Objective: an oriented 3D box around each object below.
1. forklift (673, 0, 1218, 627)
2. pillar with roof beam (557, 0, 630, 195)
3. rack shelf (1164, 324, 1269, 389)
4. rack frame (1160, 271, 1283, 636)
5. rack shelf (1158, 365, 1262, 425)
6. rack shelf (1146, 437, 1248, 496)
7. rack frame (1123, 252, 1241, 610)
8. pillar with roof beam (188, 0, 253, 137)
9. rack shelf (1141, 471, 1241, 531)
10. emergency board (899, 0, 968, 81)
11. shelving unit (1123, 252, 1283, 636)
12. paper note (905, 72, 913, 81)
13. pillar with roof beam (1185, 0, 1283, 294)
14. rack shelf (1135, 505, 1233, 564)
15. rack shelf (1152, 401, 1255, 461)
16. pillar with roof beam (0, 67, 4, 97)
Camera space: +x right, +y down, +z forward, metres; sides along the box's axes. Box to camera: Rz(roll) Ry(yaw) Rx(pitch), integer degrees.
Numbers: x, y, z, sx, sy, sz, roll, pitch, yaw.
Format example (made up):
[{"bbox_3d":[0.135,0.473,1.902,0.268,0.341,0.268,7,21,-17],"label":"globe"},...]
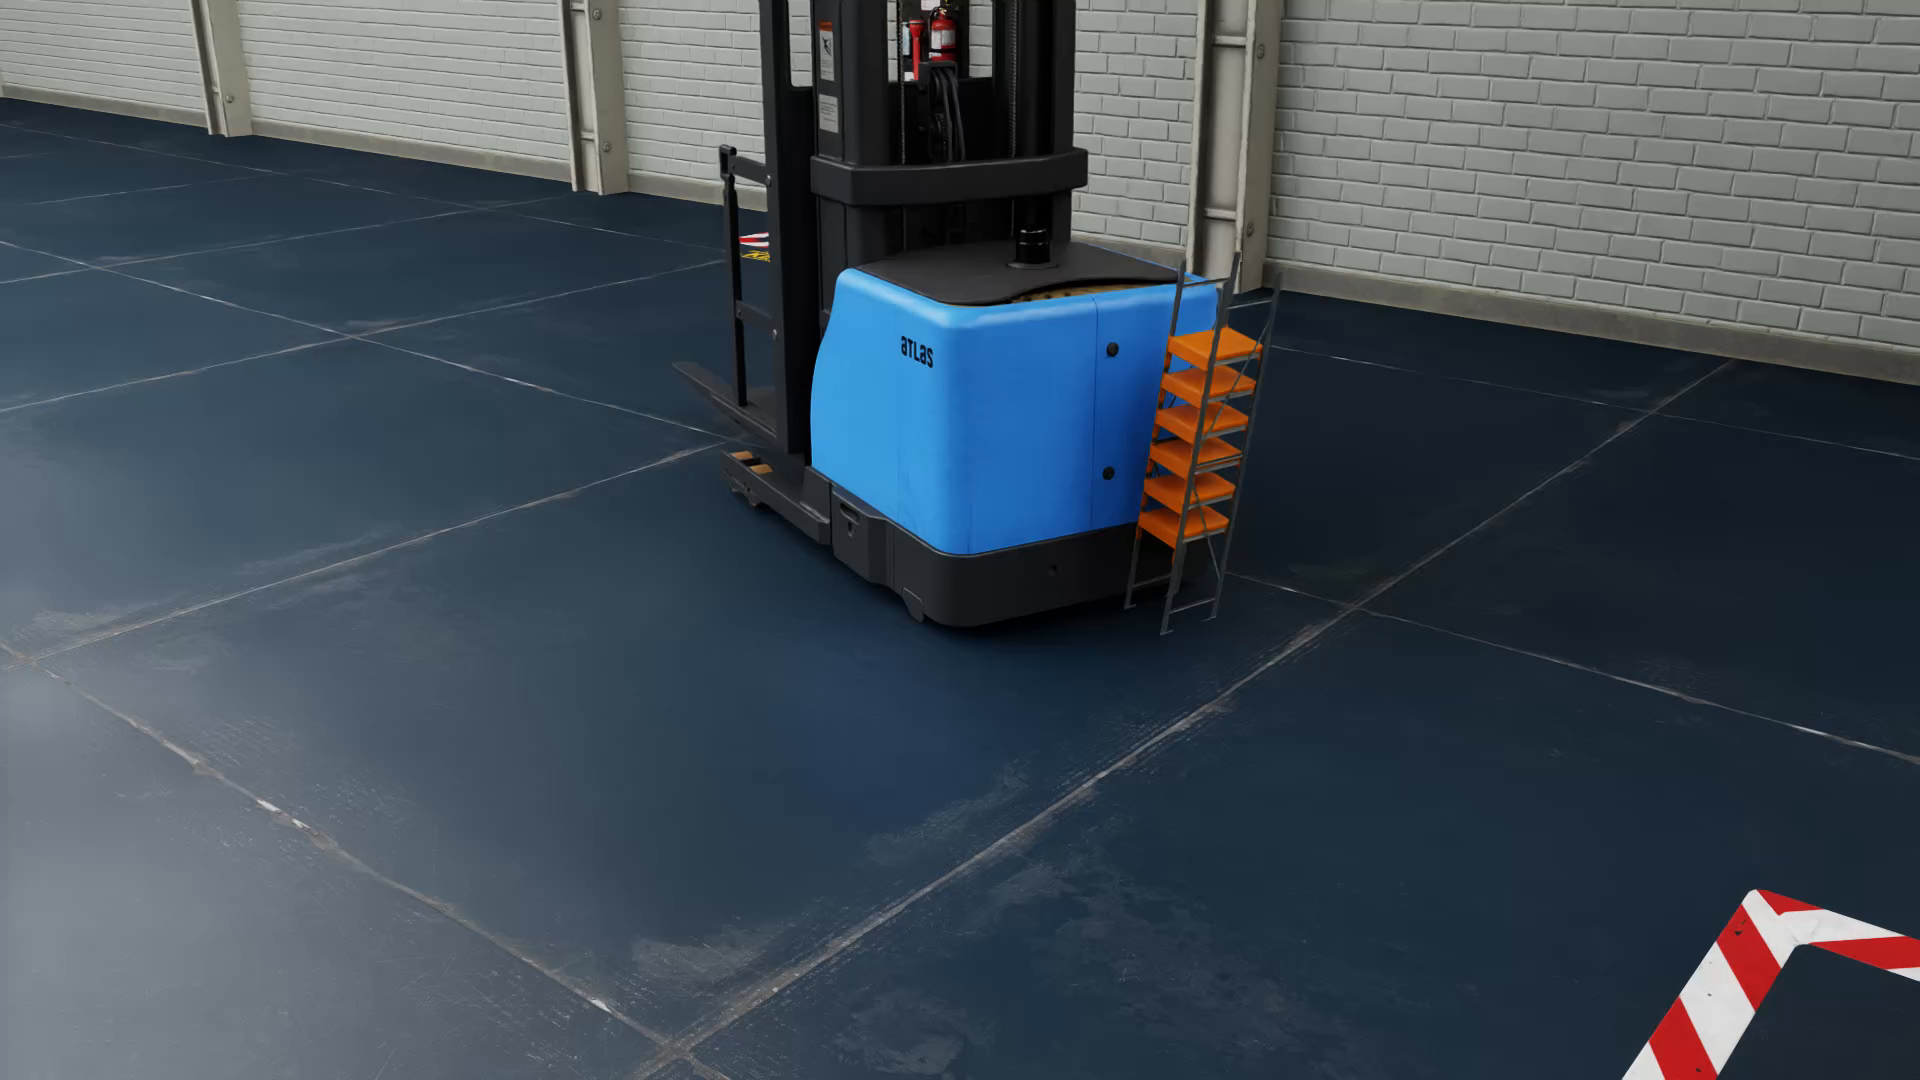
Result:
[{"bbox_3d":[-0.306,-1.572,6.182,1.130,2.935,3.031,-11,23,-27],"label":"forklift"},{"bbox_3d":[-5.723,-5.960,9.218,0.400,9.000,9.100,16,26,36],"label":"pillar with roof beam"},{"bbox_3d":[0.777,-0.559,5.045,0.258,0.103,0.180,-14,34,-33],"label":"rack shelf"},{"bbox_3d":[0.800,-0.243,5.131,0.240,1.200,0.006,-14,34,-33],"label":"rack frame"},{"bbox_3d":[0.766,-0.454,5.102,0.258,0.103,0.180,-14,34,-33],"label":"rack shelf"},{"bbox_3d":[0.743,-0.244,5.215,0.258,0.103,0.180,-14,34,-33],"label":"rack shelf"},{"bbox_3d":[0.694,-0.322,5.257,0.240,1.200,0.006,-14,34,-33],"label":"rack frame"},{"bbox_3d":[-10.371,-7.298,12.768,0.400,9.000,9.100,16,26,36],"label":"pillar with roof beam"},{"bbox_3d":[0.731,-0.138,5.272,0.258,0.103,0.180,-14,34,-33],"label":"rack shelf"},{"bbox_3d":[-0.243,-3.552,11.337,0.643,1.169,0.194,16,26,36],"label":"emergency board"},{"bbox_3d":[0.747,-0.283,5.194,0.258,1.200,0.189,-14,34,-33],"label":"shelving unit"},{"bbox_3d":[-0.336,-3.199,11.648,0.142,0.148,0.016,16,26,36],"label":"paper note"},{"bbox_3d":[-1.074,-4.621,5.669,0.400,9.000,9.100,16,26,36],"label":"pillar with roof beam"},{"bbox_3d":[0.720,-0.033,5.328,0.258,0.103,0.180,-14,34,-33],"label":"rack shelf"},{"bbox_3d":[0.754,-0.349,5.158,0.258,0.103,0.180,-14,34,-33],"label":"rack shelf"},{"bbox_3d":[-15.019,-8.637,16.318,0.400,9.000,9.100,16,26,36],"label":"pillar with roof beam"}]
